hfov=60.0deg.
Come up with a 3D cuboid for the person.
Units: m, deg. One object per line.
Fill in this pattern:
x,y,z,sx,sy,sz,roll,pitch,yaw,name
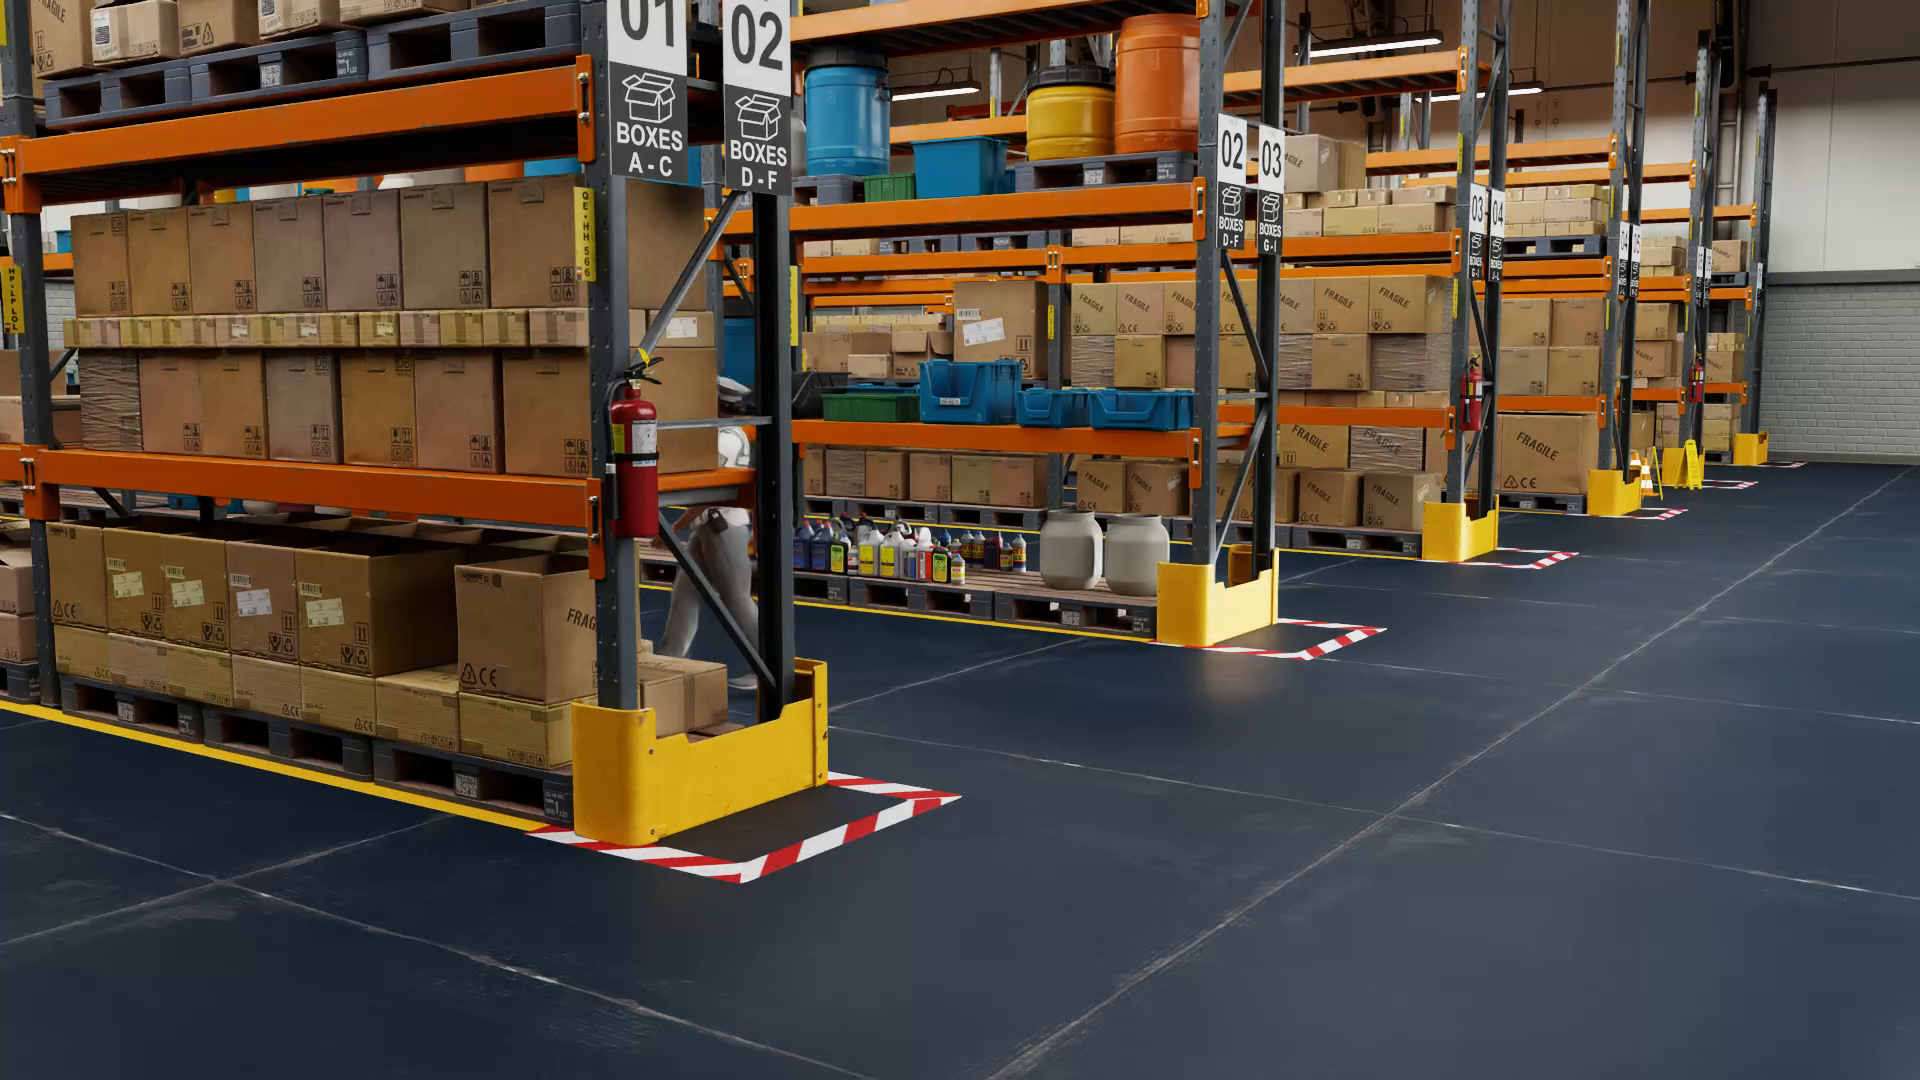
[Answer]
-1.348,-0.027,8.593,0.820,1.665,0.481,-2,7,-14,person
